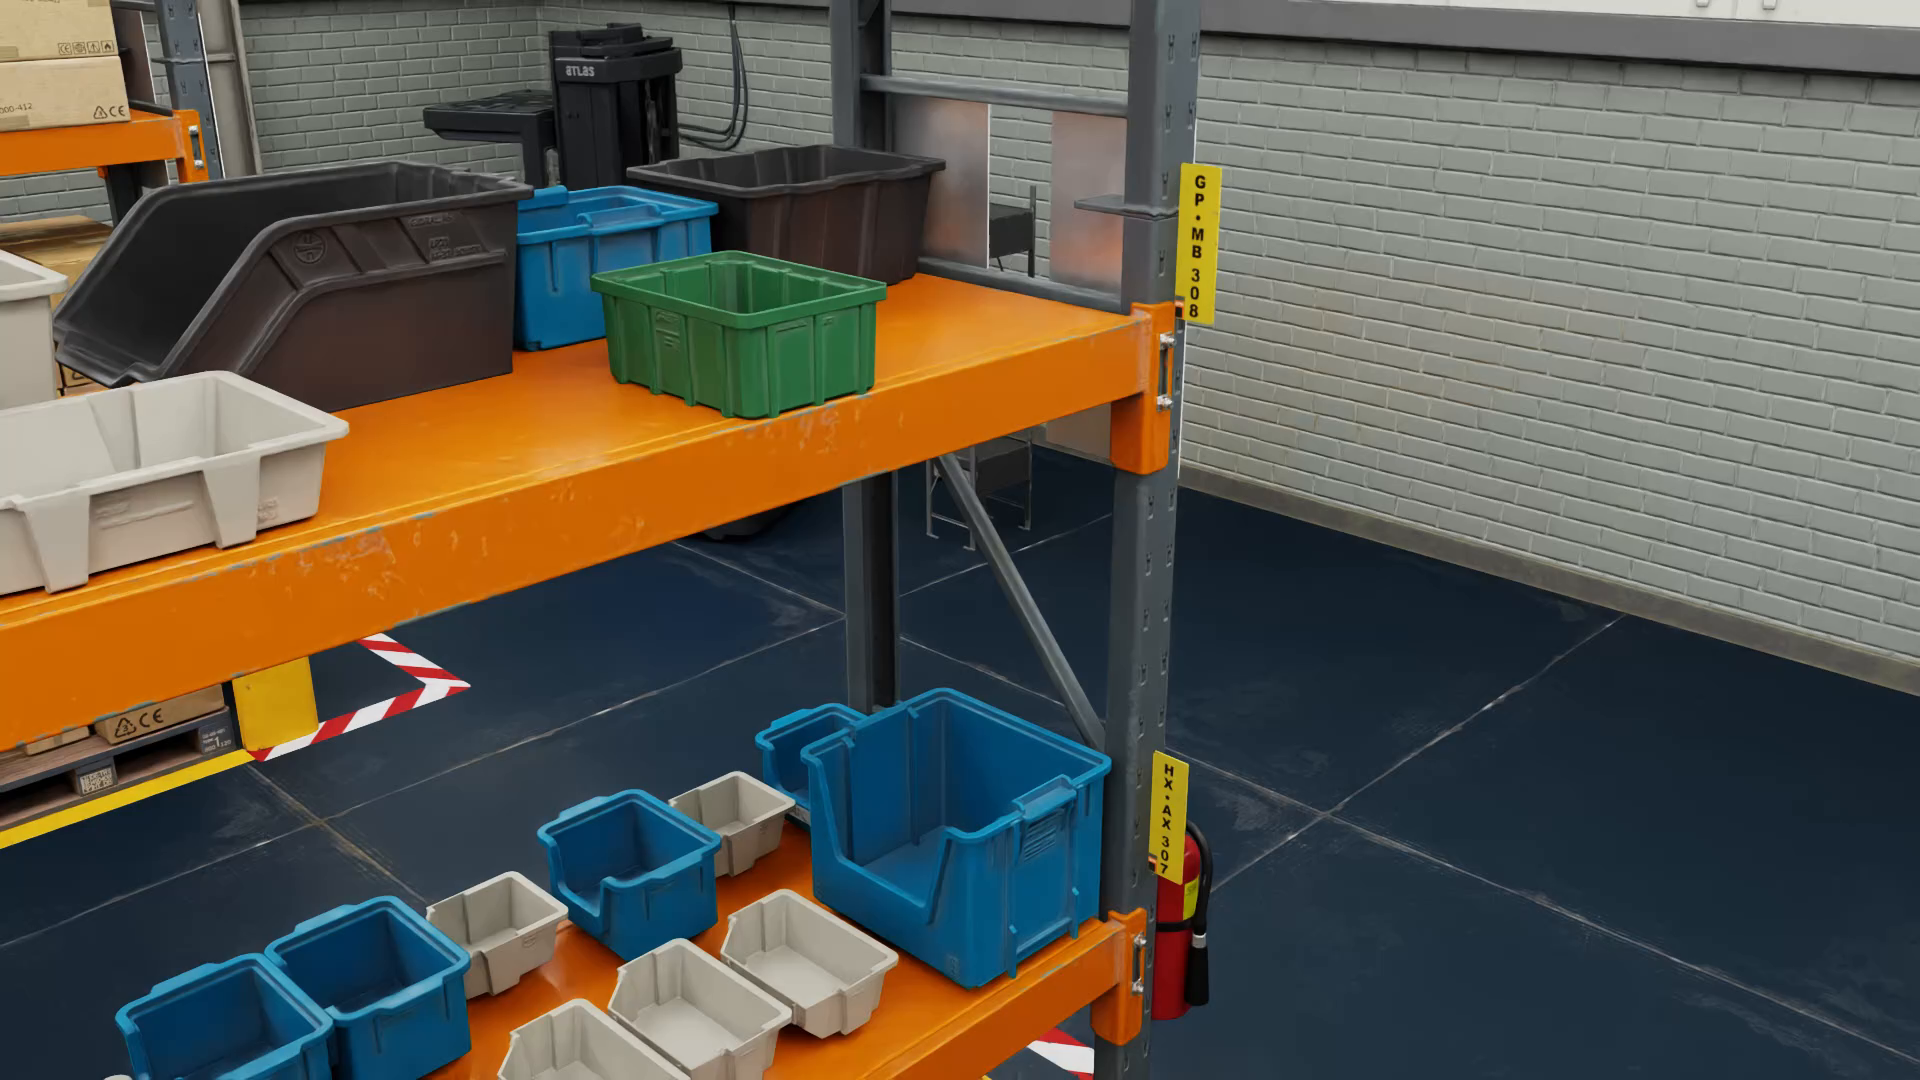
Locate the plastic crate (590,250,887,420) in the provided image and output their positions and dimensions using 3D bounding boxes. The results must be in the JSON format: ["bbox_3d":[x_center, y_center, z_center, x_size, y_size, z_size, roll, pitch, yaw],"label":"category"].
[{"bbox_3d":[-0.395,-0.373,2.979,0.450,0.188,0.336,19,28,41],"label":"plastic crate"}]

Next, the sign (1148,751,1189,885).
[{"bbox_3d":[0.494,0.660,3.948,0.100,0.325,0.005,19,28,41],"label":"sign"}]

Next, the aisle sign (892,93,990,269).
[{"bbox_3d":[-0.074,-0.703,4.100,0.394,0.787,0.004,19,28,41],"label":"aisle sign"}]

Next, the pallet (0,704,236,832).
[{"bbox_3d":[-4.066,0.889,7.468,1.003,0.211,1.213,19,28,41],"label":"pallet"}]

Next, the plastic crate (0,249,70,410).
[{"bbox_3d":[-1.679,-0.249,2.526,0.437,0.282,0.530,19,28,41],"label":"plastic crate"}]

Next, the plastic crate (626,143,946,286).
[{"bbox_3d":[-0.380,-0.707,3.734,0.497,0.269,0.590,19,28,41],"label":"plastic crate"}]

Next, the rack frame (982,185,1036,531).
[{"bbox_3d":[0.286,-1.085,9.972,0.400,2.100,0.015,19,28,41],"label":"rack frame"}]

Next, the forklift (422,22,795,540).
[{"bbox_3d":[-2.520,-1.663,10.317,3.031,2.935,1.130,7,22,17],"label":"forklift"}]

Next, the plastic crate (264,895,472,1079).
[{"bbox_3d":[-1.238,0.973,3.513,0.416,0.233,0.300,19,28,41],"label":"plastic crate"}]

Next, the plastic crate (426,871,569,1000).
[{"bbox_3d":[-1.076,0.915,3.796,0.250,0.136,0.298,19,28,41],"label":"plastic crate"}]

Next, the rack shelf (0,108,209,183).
[{"bbox_3d":[-4.853,-1.188,5.806,1.077,0.370,4.000,19,28,41],"label":"rack shelf"}]

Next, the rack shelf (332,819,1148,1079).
[{"bbox_3d":[-1.307,1.453,3.116,1.077,0.370,4.000,19,28,41],"label":"rack shelf"}]

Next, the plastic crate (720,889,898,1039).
[{"bbox_3d":[-0.351,0.953,3.698,0.396,0.136,0.243,19,28,41],"label":"plastic crate"}]

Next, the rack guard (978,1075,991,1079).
[{"bbox_3d":[0.096,1.760,4.798,1.175,0.500,0.348,19,28,41],"label":"rack guard"}]

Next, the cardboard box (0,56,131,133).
[{"bbox_3d":[-3.627,-1.770,6.526,0.500,0.250,0.500,19,28,41],"label":"cardboard box"}]

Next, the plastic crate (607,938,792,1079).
[{"bbox_3d":[-0.563,1.024,3.513,0.396,0.136,0.243,19,28,41],"label":"plastic crate"}]

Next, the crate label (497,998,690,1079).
[{"bbox_3d":[-0.740,1.102,3.311,0.396,0.136,0.243,19,28,41],"label":"crate label"}]

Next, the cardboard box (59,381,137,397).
[{"bbox_3d":[-3.575,-0.501,7.058,0.500,0.500,0.500,-19,28,-40],"label":"cardboard box"}]

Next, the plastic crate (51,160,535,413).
[{"bbox_3d":[-1.174,-0.444,2.955,0.504,0.338,0.767,19,28,41],"label":"plastic crate"}]

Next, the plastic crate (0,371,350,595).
[{"bbox_3d":[-1.175,-0.081,2.290,0.437,0.136,0.530,19,28,41],"label":"plastic crate"}]

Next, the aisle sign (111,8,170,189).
[{"bbox_3d":[-3.621,-1.942,7.323,0.394,0.787,0.004,19,28,41],"label":"aisle sign"}]

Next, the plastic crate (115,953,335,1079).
[{"bbox_3d":[-1.448,1.050,3.312,0.416,0.233,0.300,19,28,41],"label":"plastic crate"}]

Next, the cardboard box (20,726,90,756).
[{"bbox_3d":[-4.008,0.763,7.246,0.380,0.166,0.250,19,28,41],"label":"cardboard box"}]

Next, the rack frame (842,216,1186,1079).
[{"bbox_3d":[0.088,0.603,4.325,1.000,3.000,0.127,19,28,41],"label":"rack frame"}]

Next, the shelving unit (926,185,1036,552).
[{"bbox_3d":[0.115,-1.023,9.809,0.431,2.100,0.503,19,28,41],"label":"shelving unit"}]

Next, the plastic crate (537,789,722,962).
[{"bbox_3d":[-0.779,0.804,3.953,0.416,0.233,0.300,19,28,41],"label":"plastic crate"}]

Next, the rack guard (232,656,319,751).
[{"bbox_3d":[-3.511,0.549,7.950,1.175,0.500,0.348,19,28,41],"label":"rack guard"}]

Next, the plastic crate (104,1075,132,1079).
[{"bbox_3d":[-1.703,1.204,3.046,0.293,0.136,0.466,19,28,41],"label":"plastic crate"}]

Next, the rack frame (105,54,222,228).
[{"bbox_3d":[-3.458,-0.638,7.553,1.000,3.000,0.127,19,28,41],"label":"rack frame"}]

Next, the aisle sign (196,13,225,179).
[{"bbox_3d":[-3.191,-1.792,6.932,0.394,0.787,0.004,19,28,41],"label":"aisle sign"}]

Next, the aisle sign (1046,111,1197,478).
[{"bbox_3d":[0.349,-0.556,3.716,0.394,0.787,0.004,19,28,41],"label":"aisle sign"}]

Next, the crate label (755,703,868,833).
[{"bbox_3d":[-0.320,0.634,4.393,0.416,0.233,0.303,19,28,41],"label":"crate label"}]

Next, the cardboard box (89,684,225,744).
[{"bbox_3d":[-3.661,0.525,7.398,0.500,0.500,0.500,19,28,41],"label":"cardboard box"}]

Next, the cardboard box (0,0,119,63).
[{"bbox_3d":[-3.634,-2.005,6.442,0.500,0.250,0.500,19,28,41],"label":"cardboard box"}]

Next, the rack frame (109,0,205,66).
[{"bbox_3d":[-3.458,-3.438,6.476,1.000,3.000,0.127,19,28,41],"label":"rack frame"}]

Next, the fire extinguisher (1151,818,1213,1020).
[{"bbox_3d":[0.519,0.888,4.210,0.296,0.674,0.183,19,28,41],"label":"fire extinguisher"}]

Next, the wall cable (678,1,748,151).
[{"bbox_3d":[-2.808,-4.592,13.806,3.097,2.526,0.112,19,28,41],"label":"wall cable"}]

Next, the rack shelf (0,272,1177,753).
[{"bbox_3d":[-1.307,0.053,2.578,1.077,0.370,4.000,19,28,41],"label":"rack shelf"}]

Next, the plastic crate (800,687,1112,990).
[{"bbox_3d":[-0.011,0.691,3.962,0.616,0.435,0.499,19,28,41],"label":"plastic crate"}]

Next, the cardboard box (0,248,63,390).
[{"bbox_3d":[-3.923,-0.838,6.540,0.500,0.500,0.500,-19,28,-41],"label":"cardboard box"}]

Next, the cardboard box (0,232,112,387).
[{"bbox_3d":[-3.571,-0.968,6.878,0.500,0.500,0.500,19,28,40],"label":"cardboard box"}]

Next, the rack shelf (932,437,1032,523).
[{"bbox_3d":[0.115,-0.357,10.065,0.431,0.518,0.480,19,28,41],"label":"rack shelf"}]

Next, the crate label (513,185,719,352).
[{"bbox_3d":[-0.787,-0.571,3.406,0.408,0.251,0.502,19,28,41],"label":"crate label"}]

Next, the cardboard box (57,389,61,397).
[{"bbox_3d":[-3.935,-0.367,6.709,0.500,0.500,0.500,20,28,41],"label":"cardboard box"}]

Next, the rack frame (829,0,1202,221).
[{"bbox_3d":[0.088,-2.197,3.248,1.000,3.000,0.127,19,28,41],"label":"rack frame"}]

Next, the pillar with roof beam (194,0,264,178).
[{"bbox_3d":[-2.662,-4.510,9.265,9.100,9.000,0.400,19,28,41],"label":"pillar with roof beam"}]

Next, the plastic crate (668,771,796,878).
[{"bbox_3d":[-0.603,0.741,4.250,0.250,0.136,0.298,19,28,41],"label":"plastic crate"}]

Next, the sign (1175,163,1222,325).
[{"bbox_3d":[0.494,-0.615,3.458,0.100,0.325,0.005,19,28,41],"label":"sign"}]

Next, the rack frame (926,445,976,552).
[{"bbox_3d":[-0.055,-0.960,9.645,0.400,2.100,0.015,19,28,41],"label":"rack frame"}]

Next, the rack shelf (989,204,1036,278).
[{"bbox_3d":[0.115,-1.663,9.562,0.431,0.518,0.480,19,28,41],"label":"rack shelf"}]

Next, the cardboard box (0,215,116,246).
[{"bbox_3d":[-3.956,-1.103,7.230,0.500,0.500,0.500,-19,28,-40],"label":"cardboard box"}]
